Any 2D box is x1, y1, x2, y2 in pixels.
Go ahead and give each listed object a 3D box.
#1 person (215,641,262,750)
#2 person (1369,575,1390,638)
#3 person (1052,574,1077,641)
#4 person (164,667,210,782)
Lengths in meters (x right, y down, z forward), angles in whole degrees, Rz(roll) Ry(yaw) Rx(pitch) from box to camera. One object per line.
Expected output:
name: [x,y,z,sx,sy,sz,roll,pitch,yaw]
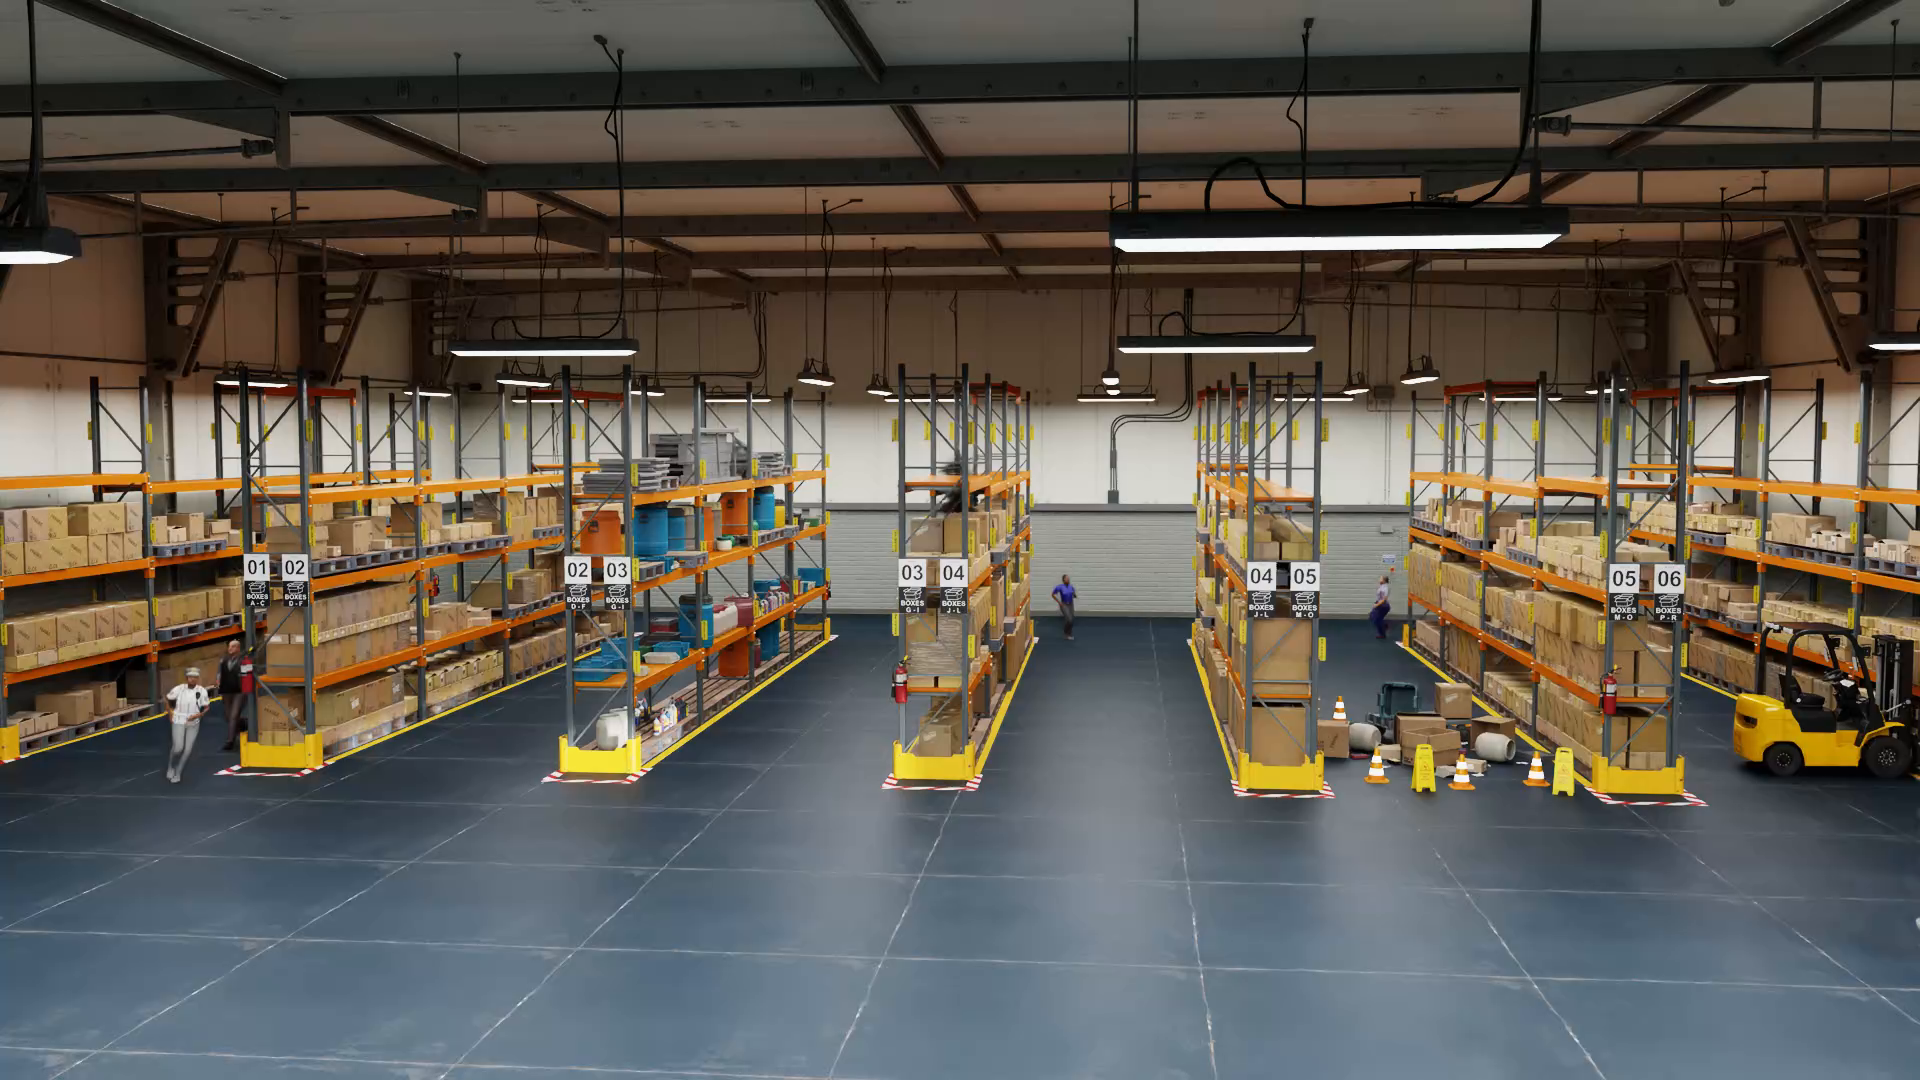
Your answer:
person: [-11.556,2.451,26.507,0.676,1.689,0.941,0,4,2]
person: [10.222,1.631,40.421,0.511,1.564,0.645,1,4,9]
person: [2.568,1.640,40.107,0.575,1.645,0.654,-2,4,-34]
person: [-11.107,2.648,23.917,0.580,1.655,0.559,-2,4,-31]
